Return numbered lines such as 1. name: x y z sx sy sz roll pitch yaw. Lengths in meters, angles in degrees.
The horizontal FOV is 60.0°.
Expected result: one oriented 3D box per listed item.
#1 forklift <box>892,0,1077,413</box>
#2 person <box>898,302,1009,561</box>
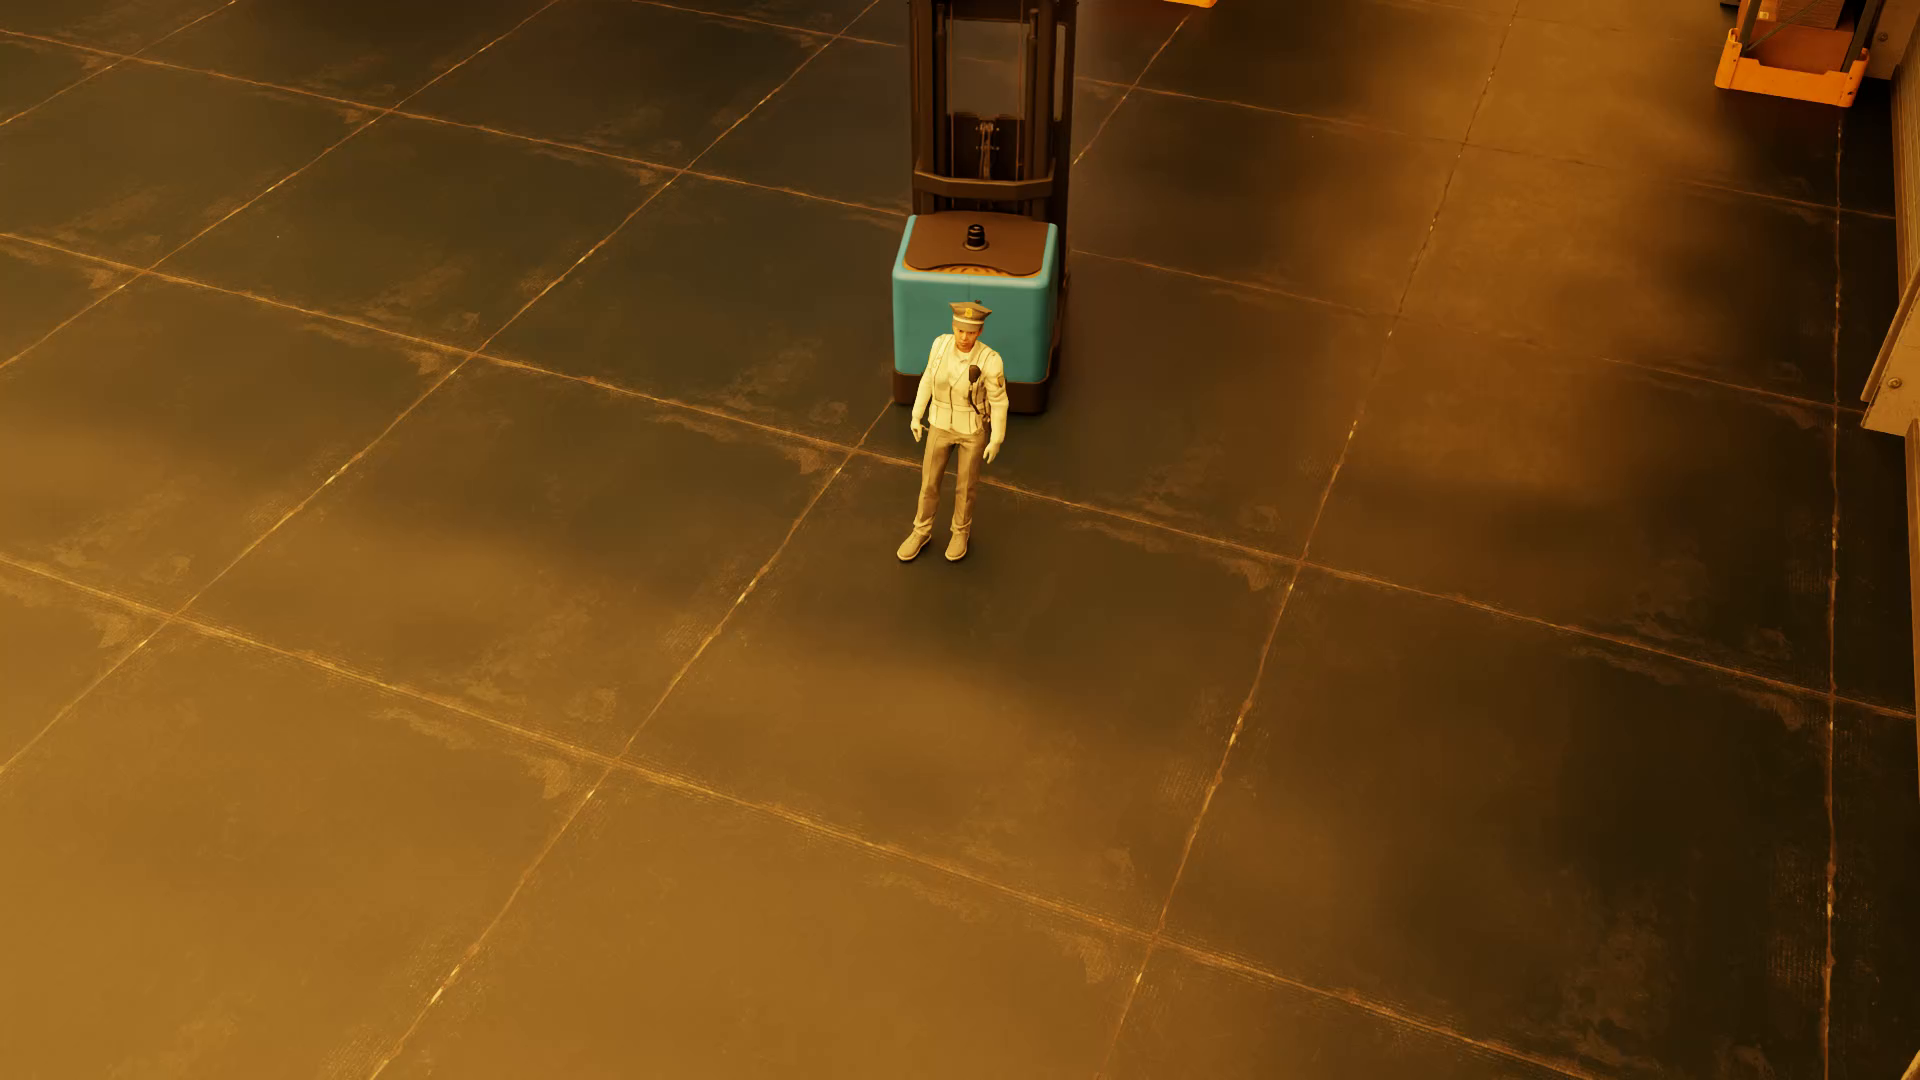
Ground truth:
1. forklift: 0.240 -2.921 11.495 1.130 2.935 3.031 5 40 5
2. person: -0.031 -0.617 9.696 0.588 1.696 0.533 15 42 17
